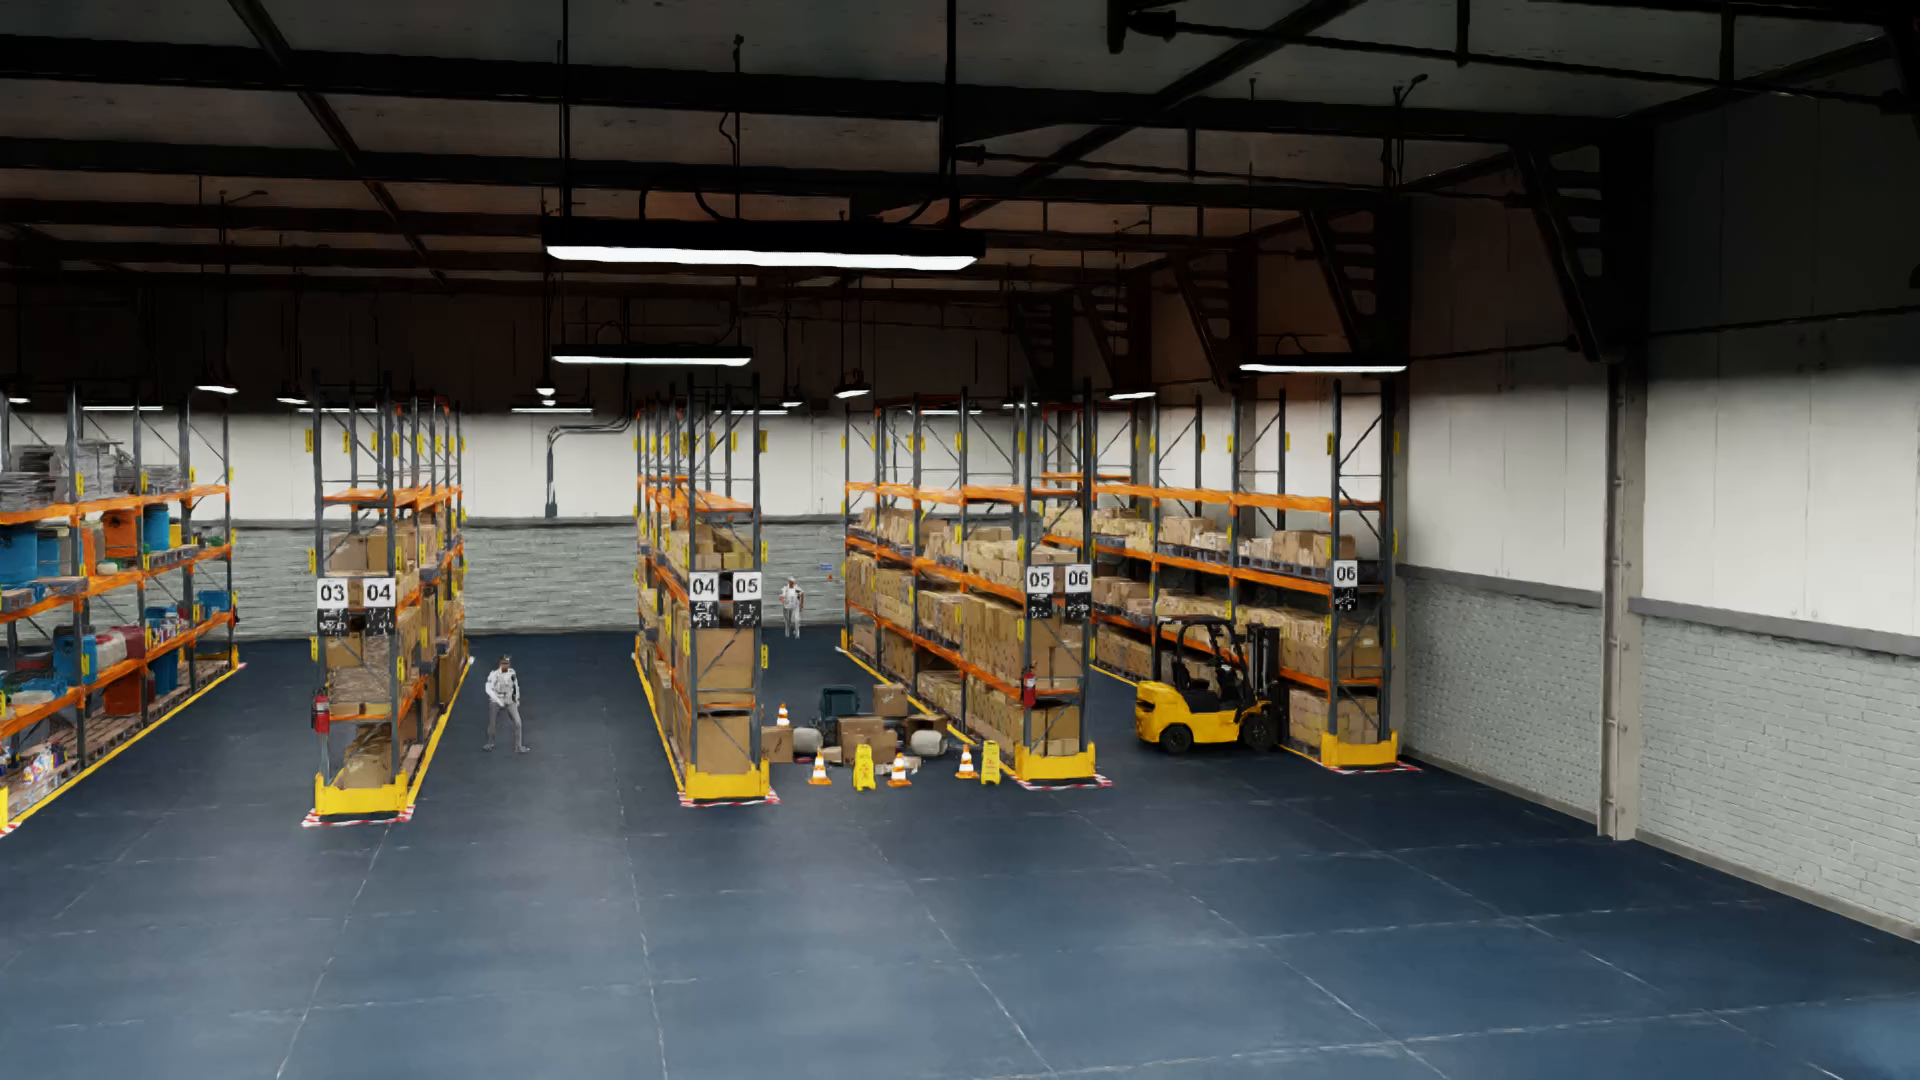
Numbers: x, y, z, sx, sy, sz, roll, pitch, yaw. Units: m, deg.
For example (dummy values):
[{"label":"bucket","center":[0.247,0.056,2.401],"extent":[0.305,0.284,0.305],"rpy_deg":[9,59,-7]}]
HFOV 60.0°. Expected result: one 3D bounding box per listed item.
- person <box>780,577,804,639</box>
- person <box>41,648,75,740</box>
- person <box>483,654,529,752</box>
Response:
[{"label":"person","center":[-4.339,1.731,42.905],"extent":[0.628,1.599,0.828],"rpy_deg":[0,3,-8]},{"label":"person","center":[-15.200,2.571,27.968],"extent":[0.520,1.647,0.589],"rpy_deg":[-2,4,-27]},{"label":"person","center":[-7.418,2.630,27.002],"extent":[0.639,1.610,0.807],"rpy_deg":[-2,4,-30]}]
